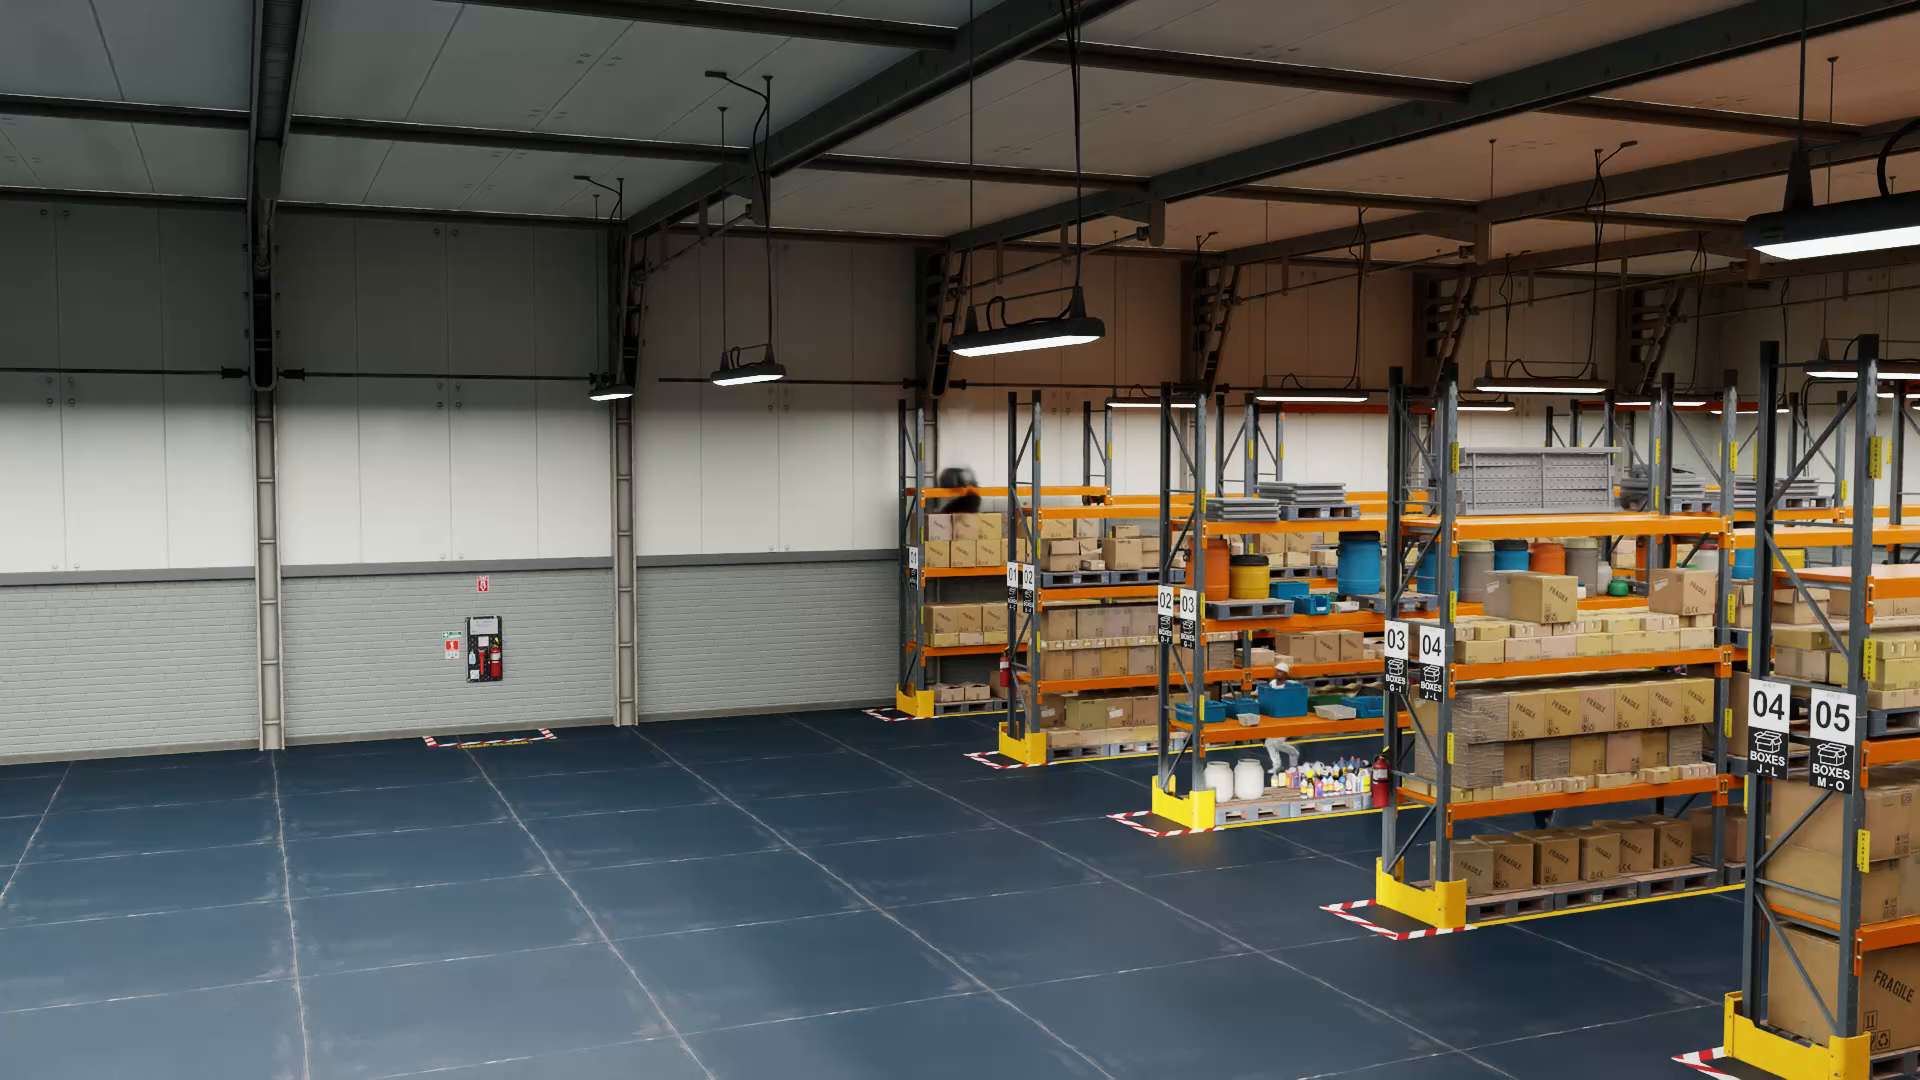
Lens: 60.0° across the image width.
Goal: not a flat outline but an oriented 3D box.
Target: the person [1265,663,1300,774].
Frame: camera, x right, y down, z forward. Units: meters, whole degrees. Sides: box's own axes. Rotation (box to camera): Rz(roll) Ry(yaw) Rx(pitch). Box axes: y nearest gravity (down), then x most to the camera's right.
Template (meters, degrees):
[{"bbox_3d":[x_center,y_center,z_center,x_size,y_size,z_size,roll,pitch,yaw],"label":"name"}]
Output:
[{"bbox_3d":[4.987,2.778,25.923,0.620,1.732,0.678,-2,4,-34],"label":"person"}]

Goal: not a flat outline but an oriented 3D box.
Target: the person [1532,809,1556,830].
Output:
[{"bbox_3d":[7.538,3.139,21.472,0.534,1.557,0.553,-2,4,-28],"label":"person"}]
